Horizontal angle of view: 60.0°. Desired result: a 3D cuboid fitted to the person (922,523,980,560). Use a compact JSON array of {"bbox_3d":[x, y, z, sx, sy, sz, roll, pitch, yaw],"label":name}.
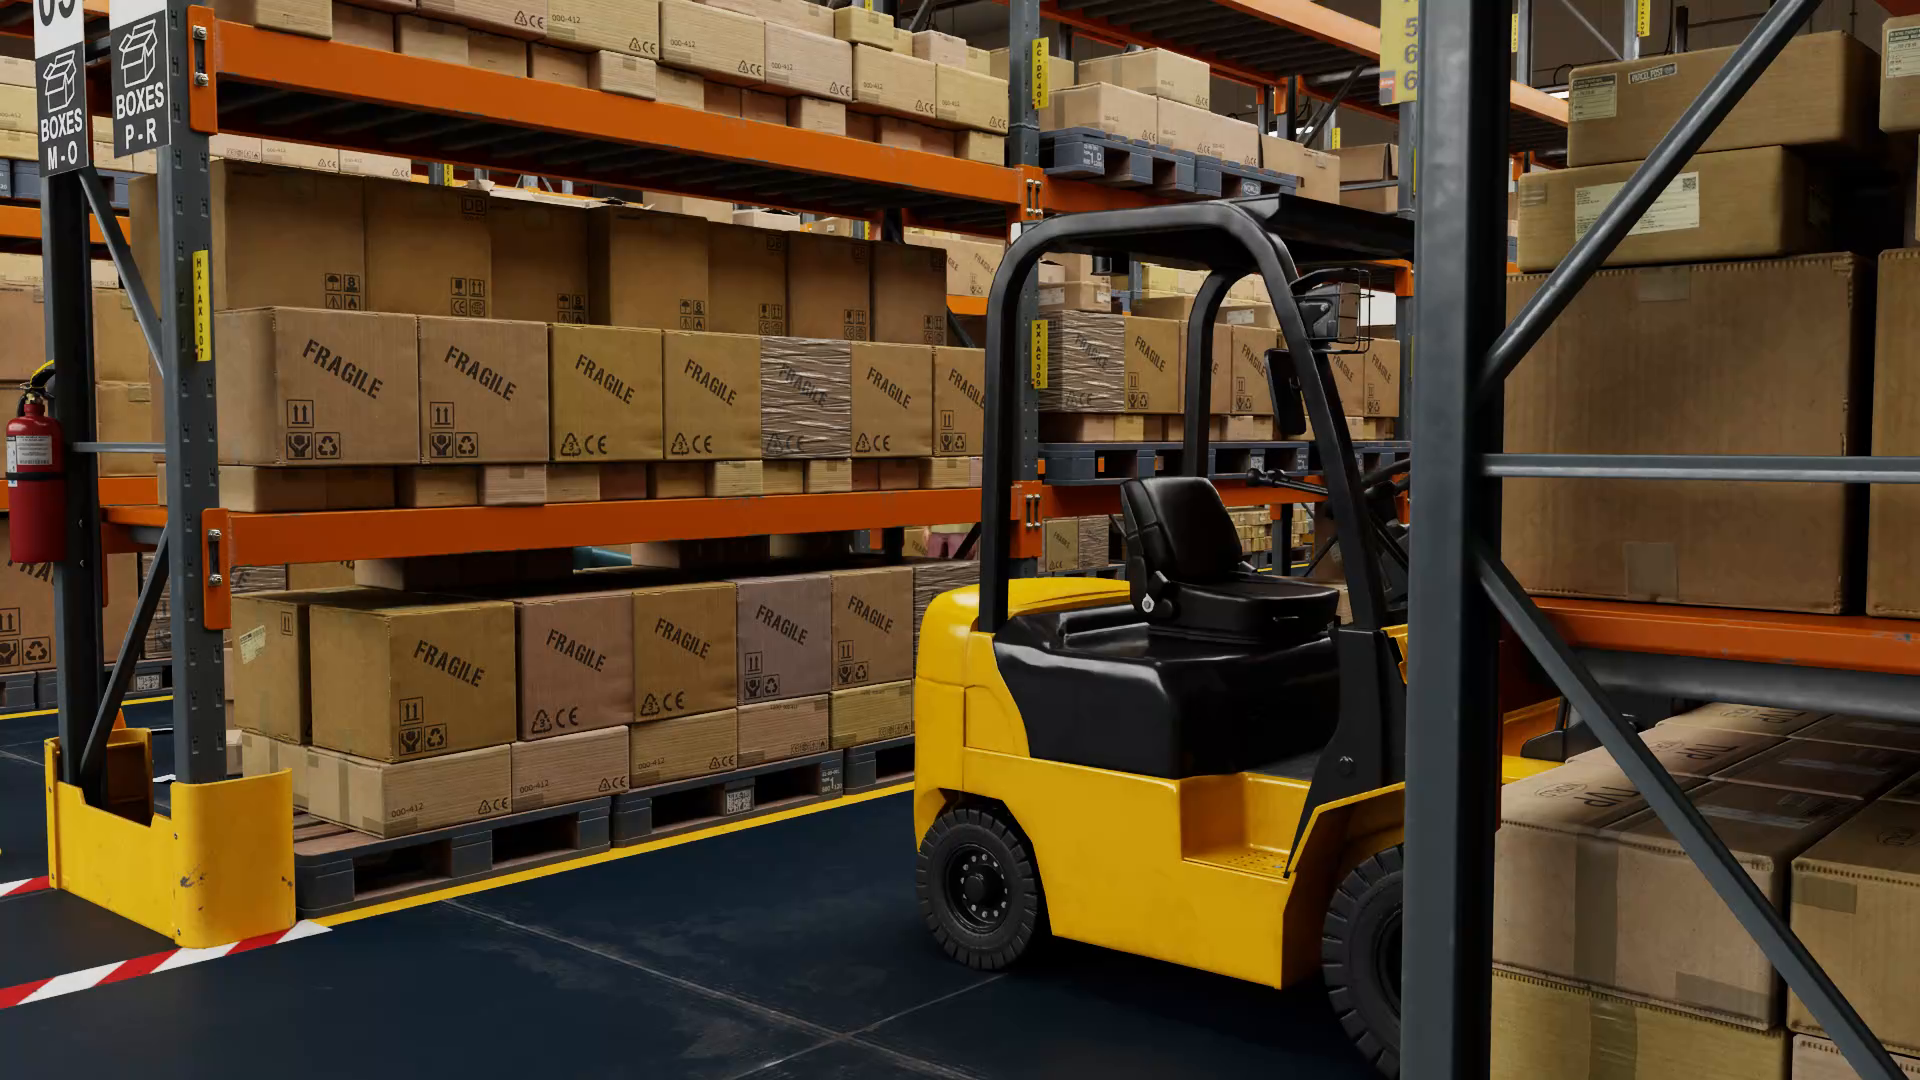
[{"bbox_3d":[-0.065,-0.024,11.647,0.513,1.671,0.359,3,5,38],"label":"person"}]
